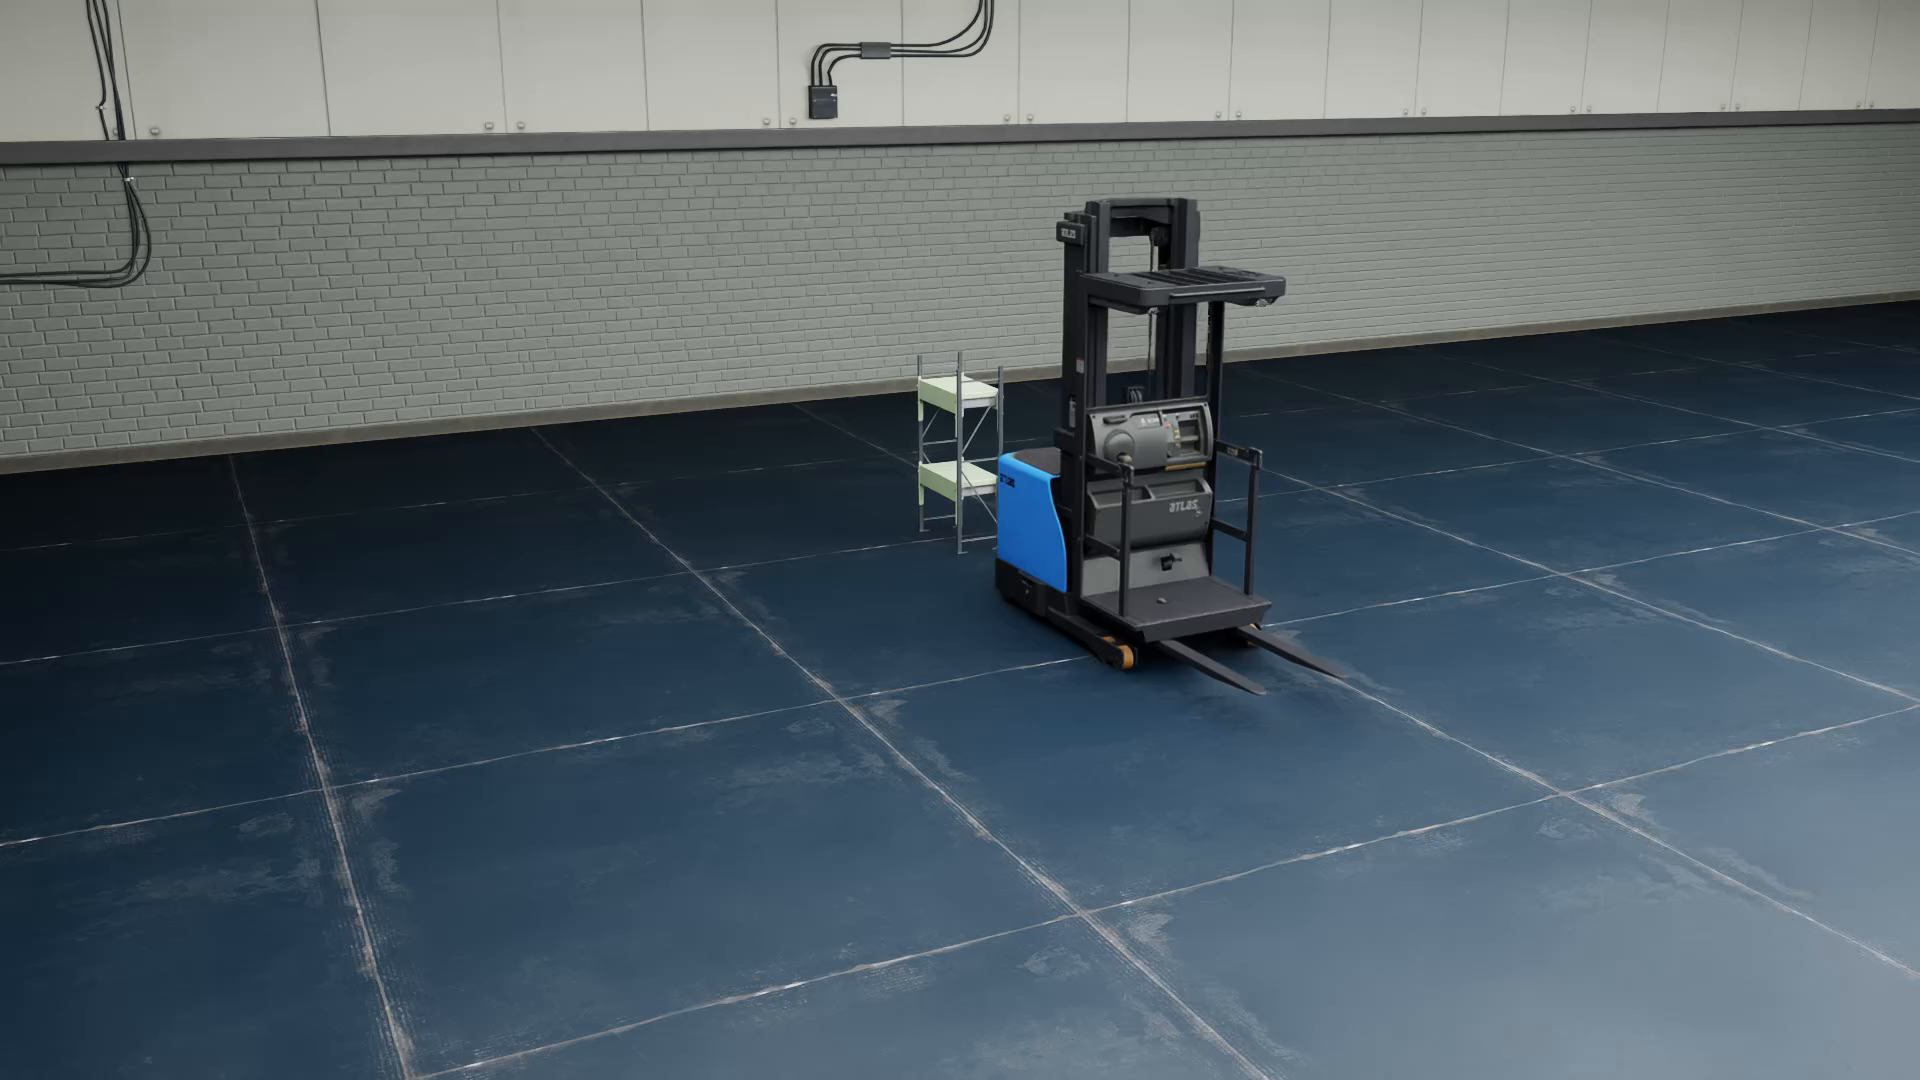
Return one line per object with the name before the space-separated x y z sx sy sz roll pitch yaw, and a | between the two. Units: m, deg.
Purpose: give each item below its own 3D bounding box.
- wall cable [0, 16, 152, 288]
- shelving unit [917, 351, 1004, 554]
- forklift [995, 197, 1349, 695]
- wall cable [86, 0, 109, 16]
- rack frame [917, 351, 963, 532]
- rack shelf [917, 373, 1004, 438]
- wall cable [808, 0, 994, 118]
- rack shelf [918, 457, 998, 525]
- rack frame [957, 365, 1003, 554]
wall cable | -9.163 -3.457 15.113 3.097 2.526 0.112 -8 18 -25
shelving unit | -0.003 -0.723 13.550 0.431 1.500 0.755 -8 18 -25
forklift | 1.375 -0.700 10.877 1.130 2.935 3.031 -8 18 -26
wall cable | -6.731 -6.212 15.555 3.097 2.526 0.112 -8 18 -25
rack frame | -0.163 -0.813 13.866 0.400 1.500 0.023 -8 18 -25
rack shelf | -0.003 -1.098 13.442 0.431 0.370 0.720 -8 18 -25
wall cable | -0.622 -7.728 18.199 2.305 6.003 0.169 -8 18 -25
rack shelf | -0.003 -0.409 13.639 0.431 0.370 0.720 -8 18 -25
rack frame | 0.157 -0.632 13.233 0.400 1.500 0.023 -8 18 -25
